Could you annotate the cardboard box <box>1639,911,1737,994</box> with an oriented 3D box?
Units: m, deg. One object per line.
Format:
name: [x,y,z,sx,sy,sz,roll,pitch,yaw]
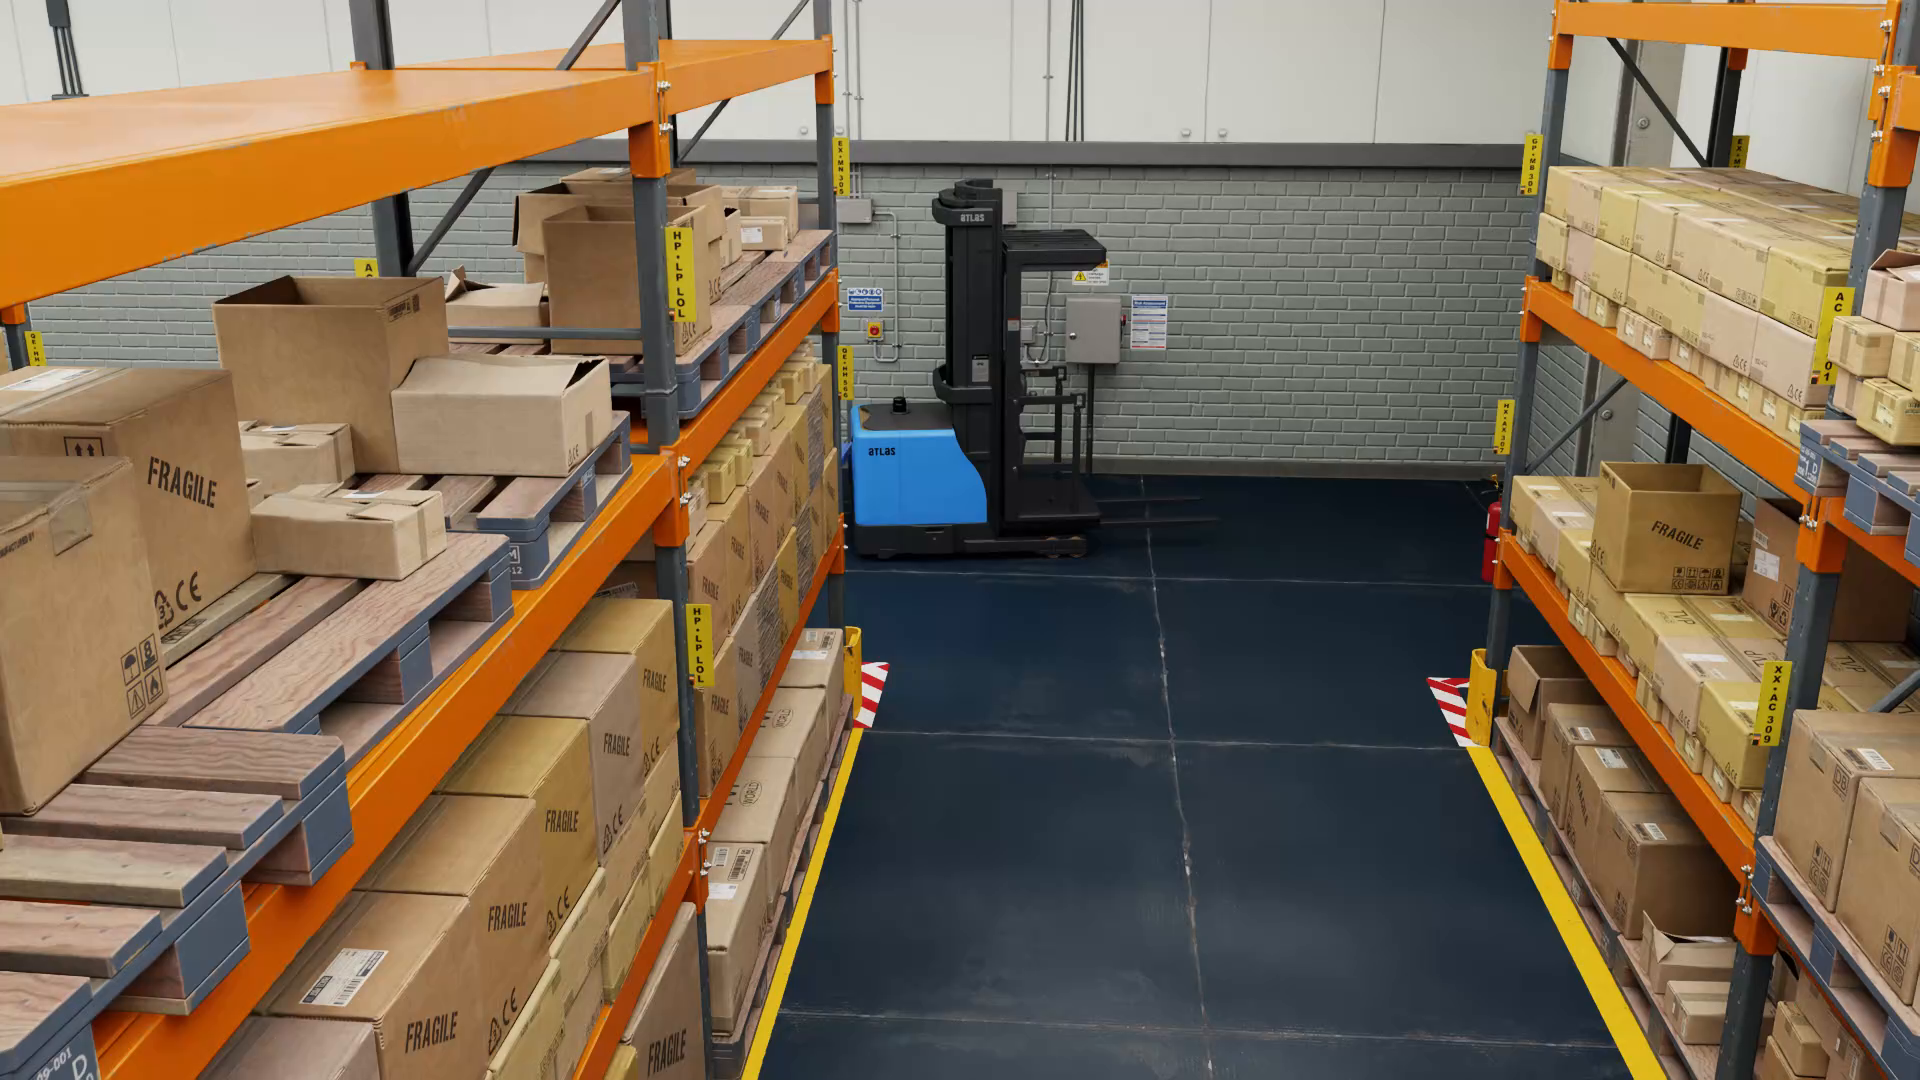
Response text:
cardboard box: [3.214,1.815,7.284,0.396,0.266,0.258,2,18,6]

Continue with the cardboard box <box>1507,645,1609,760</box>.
cardboard box: [3.590,0.938,9.579,0.797,0.503,0.637,1,18,2]

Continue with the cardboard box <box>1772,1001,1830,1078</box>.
cardboard box: [3.150,1.791,5.938,0.380,0.149,0.250,2,18,7]

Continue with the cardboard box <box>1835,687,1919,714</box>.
cardboard box: [3.746,0.788,6.465,0.500,0.250,0.500,1,18,3]

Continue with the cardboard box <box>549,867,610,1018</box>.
cardboard box: [-1.359,1.188,4.917,0.500,0.250,0.500,2,18,5]

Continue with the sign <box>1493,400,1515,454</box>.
sign: [3.187,-0.660,9.731,0.100,0.325,0.005,1,18,4]

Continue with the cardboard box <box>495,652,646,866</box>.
cardboard box: [-1.321,0.678,5.269,0.500,0.500,0.500,2,18,5]

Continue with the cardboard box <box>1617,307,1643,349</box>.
cardboard box: [3.266,-0.975,7.668,0.380,0.149,0.250,1,18,4]

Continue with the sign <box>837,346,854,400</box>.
sign: [-0.683,-0.993,9.896,0.100,0.325,0.005,1,18,4]

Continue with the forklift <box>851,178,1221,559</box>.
forklift: [0.620,-1.410,13.520,3.031,2.935,1.130,-2,18,-5]

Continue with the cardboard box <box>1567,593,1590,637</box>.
cardboard box: [3.289,0.377,8.357,0.380,0.149,0.250,1,18,2]

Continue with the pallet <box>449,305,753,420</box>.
pallet: [-1.441,-0.741,6.693,1.003,0.211,1.213,1,18,4]

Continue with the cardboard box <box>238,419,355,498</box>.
cardboard box: [-1.950,-0.233,4.700,0.380,0.166,0.250,0,18,0]

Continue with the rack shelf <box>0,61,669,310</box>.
rack shelf: [-1.653,-0.802,3.716,1.077,0.370,4.000,1,18,4]

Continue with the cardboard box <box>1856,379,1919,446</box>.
cardboard box: [2.970,-0.384,5.029,0.380,0.149,0.250,1,18,5]

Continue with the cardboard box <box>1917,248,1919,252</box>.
cardboard box: [3.760,-0.875,5.919,0.500,0.250,0.500,1,18,3]

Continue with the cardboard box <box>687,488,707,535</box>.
cardboard box: [-1.226,-0.107,6.625,0.380,0.149,0.250,2,18,5]

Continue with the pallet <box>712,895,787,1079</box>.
pallet: [-1.377,1.986,7.522,1.003,0.211,1.213,1,18,4]

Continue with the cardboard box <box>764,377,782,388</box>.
cardboard box: [-1.126,-0.743,8.566,0.380,0.149,0.250,1,18,3]

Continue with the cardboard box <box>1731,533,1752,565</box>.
cardboard box: [3.881,0.156,8.394,0.500,0.250,0.500,2,18,6]

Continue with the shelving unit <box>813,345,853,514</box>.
shelving unit: [-1.236,-0.794,13.936,0.538,1.500,1.048,2,18,6]

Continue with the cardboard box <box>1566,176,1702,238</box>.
cardboard box: [3.390,-1.680,8.377,0.500,0.250,0.500,1,18,4]

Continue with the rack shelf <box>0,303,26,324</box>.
rack shelf: [-6.311,-0.888,8.154,1.077,0.370,4.000,1,18,4]

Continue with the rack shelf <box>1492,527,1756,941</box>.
rack shelf: [3.585,0.726,8.045,1.077,0.370,4.000,1,18,4]

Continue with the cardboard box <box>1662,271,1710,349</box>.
cardboard box: [3.301,-0.966,7.000,0.500,0.250,0.500,2,18,5]

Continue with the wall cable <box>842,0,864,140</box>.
wall cable: [-1.096,-4.970,14.640,0.463,3.000,0.029,1,18,4]

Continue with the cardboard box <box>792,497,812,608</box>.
cardboard box: [-1.072,0.077,8.710,0.500,0.500,0.500,2,18,6]

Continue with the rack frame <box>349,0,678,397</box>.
rack frame: [-1.510,-1.955,5.438,1.000,3.000,0.127,1,18,4]

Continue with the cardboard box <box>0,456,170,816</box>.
cardboard box: [-1.915,0.154,2.984,0.700,0.500,0.500,0,18,1]

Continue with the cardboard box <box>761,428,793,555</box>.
cardboard box: [-1.105,-0.242,8.076,0.500,0.500,0.500,1,18,4]

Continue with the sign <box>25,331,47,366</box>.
sign: [-5.616,-1.107,10.118,0.100,0.325,0.005,1,18,4]

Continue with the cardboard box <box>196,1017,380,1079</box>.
cardboard box: [-1.492,1.313,3.331,0.500,0.500,0.500,1,18,4]

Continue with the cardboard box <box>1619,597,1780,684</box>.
cardboard box: [3.305,0.461,7.461,0.500,0.250,0.500,1,18,4]

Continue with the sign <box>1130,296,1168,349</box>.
sign: [1.750,-2.014,15.406,0.329,0.494,0.001,1,18,4]

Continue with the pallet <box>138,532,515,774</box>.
pallet: [-1.726,0.254,3.817,1.003,0.211,1.213,2,18,6]

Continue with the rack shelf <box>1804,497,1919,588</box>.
rack shelf: [3.298,0.543,3.787,1.077,0.370,4.000,1,18,4]

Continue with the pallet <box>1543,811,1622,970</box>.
pallet: [3.576,1.737,8.282,1.003,0.211,1.213,1,18,4]

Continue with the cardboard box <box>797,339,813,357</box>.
cardboard box: [-1.049,-1.062,9.537,0.380,0.149,0.250,2,18,5]

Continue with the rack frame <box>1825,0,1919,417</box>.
rack frame: [3.441,-1.845,5.103,1.000,3.000,0.127,1,18,4]

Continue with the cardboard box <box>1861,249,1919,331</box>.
cardboard box: [3.071,-0.800,5.156,0.396,0.266,0.258,1,18,3]

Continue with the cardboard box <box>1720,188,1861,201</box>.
cardboard box: [3.910,-1.504,7.838,0.500,0.250,0.500,1,18,4]

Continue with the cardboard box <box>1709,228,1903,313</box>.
cardboard box: [3.265,-1.048,6.446,0.500,0.250,0.500,1,18,3]

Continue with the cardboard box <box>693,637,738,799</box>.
cardboard box: [-1.215,0.708,6.783,0.500,0.500,0.500,2,18,6]

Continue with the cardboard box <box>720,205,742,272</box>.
cardboard box: [-1.380,-1.513,8.214,0.500,0.311,0.500,2,18,5]

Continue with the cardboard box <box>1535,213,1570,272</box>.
cardboard box: [3.424,-1.601,8.937,0.500,0.250,0.500,1,18,3]

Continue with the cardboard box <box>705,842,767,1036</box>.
cardboard box: [-1.358,1.721,7.293,0.875,0.438,0.875,1,18,3]

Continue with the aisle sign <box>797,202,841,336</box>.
aisle sign: [-0.909,-1.597,9.806,0.394,0.787,0.004,1,18,4]

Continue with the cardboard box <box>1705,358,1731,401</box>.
cardboard box: [3.243,-0.654,6.689,0.380,0.149,0.250,1,18,4]

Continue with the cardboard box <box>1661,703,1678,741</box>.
cardboard box: [3.250,0.777,7.139,0.380,0.149,0.250,2,18,5]

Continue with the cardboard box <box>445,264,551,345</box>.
cardboard box: [-1.783,-0.918,6.472,0.396,0.266,0.258,2,18,6]

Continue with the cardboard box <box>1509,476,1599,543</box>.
cardboard box: [3.427,-0.172,9.394,0.500,0.250,0.500,1,18,4]

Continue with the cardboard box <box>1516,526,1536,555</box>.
cardboard box: [3.431,-0.022,9.575,0.380,0.149,0.250,1,18,3]

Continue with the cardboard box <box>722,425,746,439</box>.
cardboard box: [-1.187,-0.425,7.595,0.380,0.149,0.250,1,18,4]

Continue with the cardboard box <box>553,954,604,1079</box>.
cardboard box: [-1.383,1.426,4.993,0.500,0.250,0.500,1,18,2]

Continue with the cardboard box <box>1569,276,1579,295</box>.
cardboard box: [3.480,-1.367,8.864,0.380,0.149,0.250,2,18,5]
